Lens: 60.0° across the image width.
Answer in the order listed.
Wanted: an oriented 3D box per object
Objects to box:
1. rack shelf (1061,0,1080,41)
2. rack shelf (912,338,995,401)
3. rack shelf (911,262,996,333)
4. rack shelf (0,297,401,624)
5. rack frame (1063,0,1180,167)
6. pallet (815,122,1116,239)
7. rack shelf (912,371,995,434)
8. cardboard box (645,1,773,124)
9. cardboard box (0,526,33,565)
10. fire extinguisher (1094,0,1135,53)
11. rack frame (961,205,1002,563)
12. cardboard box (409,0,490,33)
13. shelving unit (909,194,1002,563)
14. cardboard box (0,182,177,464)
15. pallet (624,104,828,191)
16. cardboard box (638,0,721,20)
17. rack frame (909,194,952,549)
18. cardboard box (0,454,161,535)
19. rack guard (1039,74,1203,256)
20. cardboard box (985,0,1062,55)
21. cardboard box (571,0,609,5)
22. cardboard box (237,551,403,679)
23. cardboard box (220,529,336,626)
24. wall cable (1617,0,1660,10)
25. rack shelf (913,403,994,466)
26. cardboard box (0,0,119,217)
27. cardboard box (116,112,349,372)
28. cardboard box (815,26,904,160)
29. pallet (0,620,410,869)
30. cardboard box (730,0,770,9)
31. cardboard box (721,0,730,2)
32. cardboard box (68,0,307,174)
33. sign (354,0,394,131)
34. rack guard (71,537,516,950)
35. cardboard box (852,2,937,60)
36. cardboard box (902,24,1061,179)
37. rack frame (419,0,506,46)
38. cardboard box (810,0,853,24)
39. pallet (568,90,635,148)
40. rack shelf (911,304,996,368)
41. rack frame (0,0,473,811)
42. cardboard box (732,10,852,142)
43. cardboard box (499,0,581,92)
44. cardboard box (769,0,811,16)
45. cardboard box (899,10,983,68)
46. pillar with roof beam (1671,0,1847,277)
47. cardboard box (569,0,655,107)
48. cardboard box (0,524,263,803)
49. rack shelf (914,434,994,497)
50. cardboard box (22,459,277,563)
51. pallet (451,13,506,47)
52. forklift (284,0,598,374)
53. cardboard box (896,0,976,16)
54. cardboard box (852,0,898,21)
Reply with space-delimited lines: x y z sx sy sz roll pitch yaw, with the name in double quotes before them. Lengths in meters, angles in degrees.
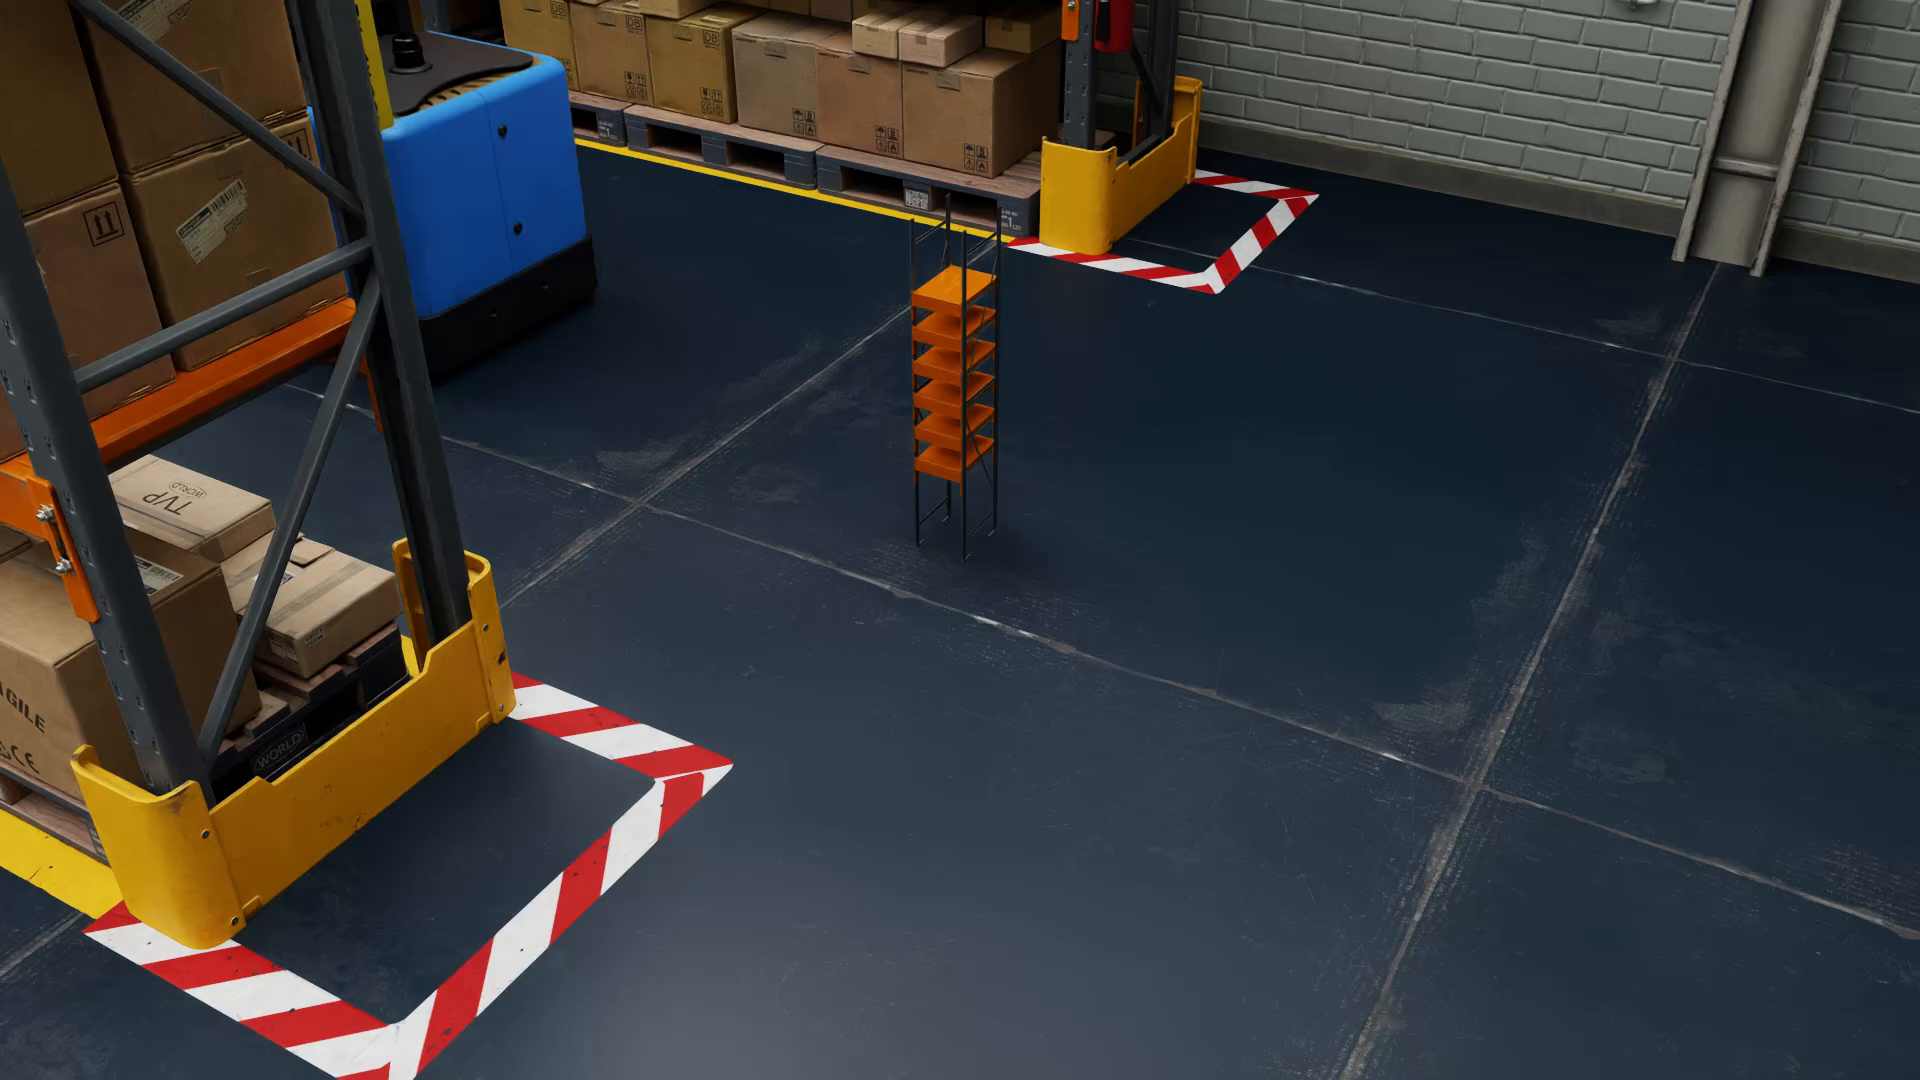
"rack shelf" -0.967 -3.144 8.414 4.000 0.370 1.077 18 37 24
"rack shelf" -0.013 -0.566 5.382 0.180 0.103 0.258 18 37 24
"rack shelf" -0.013 -0.766 5.248 0.180 0.103 0.258 18 37 24
"rack shelf" -3.422 -0.759 4.832 4.000 0.370 1.077 18 37 24
"rack frame" 0.769 -2.893 7.388 0.127 3.000 1.000 18 37 24
"pallet" 0.036 -1.915 8.435 1.213 0.211 1.003 18 37 24
"rack shelf" -0.013 -0.466 5.448 0.180 0.103 0.258 18 37 24
"cardboard box" -1.226 -2.591 8.810 0.500 0.500 0.700 18 38 25
"cardboard box" -3.089 0.146 4.908 0.500 0.250 0.500 18 37 24
"fire extinguisher" 0.671 -2.442 7.117 0.183 0.674 0.296 18 37 24
"rack frame" 0.067 -0.478 5.386 0.006 1.200 0.240 18 37 24
"cardboard box" -3.332 -3.389 9.694 0.750 0.750 0.750 18 38 25
"shelving unit" -0.013 -0.503 5.423 0.189 1.200 0.258 18 37 24
"cardboard box" -2.209 -0.542 3.768 0.500 0.500 0.500 19 38 26
"pallet" -1.019 -2.251 8.940 1.213 0.211 1.003 18 37 24
"cardboard box" -1.445 -2.817 8.565 0.250 0.149 0.380 16 37 23
"rack frame" -0.092 -0.529 5.461 0.006 1.200 0.240 18 37 24
"cardboard box" -2.885 -0.108 5.290 0.500 0.250 0.500 18 37 24
"rack guard" 0.790 -1.846 8.071 0.348 0.500 1.175 18 37 24
"cardboard box" 0.320 -2.504 8.095 0.250 0.149 0.380 18 38 25
"cardboard box" -1.898 -2.961 8.781 0.250 0.149 0.380 19 38 26
"cardboard box" -1.878 0.215 4.897 0.250 0.149 0.380 18 37 24
"cardboard box" -2.095 0.139 4.995 0.250 0.166 0.380 18 37 24
"wall cable" 2.350 -3.419 7.262 1.851 1.984 0.084 18 37 24
"rack shelf" -0.013 -0.367 5.515 0.180 0.103 0.258 18 37 24
"cardboard box" -2.208 -0.956 3.487 0.500 0.500 0.500 17 37 24
"cardboard box" -1.940 -0.799 4.153 0.500 0.500 0.500 18 38 25
"cardboard box" -0.322 -2.309 8.388 0.500 0.500 0.700 17 37 24
"pallet" -2.444 0.413 4.940 1.213 0.211 1.003 18 37 24
"cardboard box" -1.001 -2.921 8.722 0.250 0.149 0.380 17 37 24
"cardboard box" -1.226 -2.992 8.828 0.250 0.149 0.380 18 38 25
"cardboard box" -1.940 -1.215 3.876 0.500 0.500 0.500 19 38 26
"sign" -1.416 -1.130 3.959 0.005 0.325 0.100 18 37 24
"rack guard" -1.751 0.511 4.531 0.348 0.500 1.175 18 37 24
"cardboard box" -0.312 -2.459 8.028 0.250 0.149 0.380 19 38 26
"cardboard box" 0.112 -2.172 8.182 0.500 0.500 0.700 18 37 24
"rack frame" -2.703 -3.993 9.040 0.127 3.000 1.000 18 37 24
"cardboard box" -0.559 -2.781 8.512 0.250 0.149 0.380 18 38 25
"pallet" -2.082 -2.586 9.443 1.213 0.211 1.003 18 37 24
"rack shelf" -0.013 -0.666 5.315 0.180 0.103 0.258 18 37 24
"rack frame" -1.685 -0.508 3.807 0.127 3.000 1.000 18 37 24
"cardboard box" -0.759 -2.447 8.595 0.500 0.500 0.700 16 37 23
"cardboard box" -2.105 -2.873 9.234 0.500 0.500 0.700 18 38 25
"cardboard box" -0.782 -2.852 8.617 0.250 0.149 0.380 18 38 25
"cardboard box" -0.090 -2.390 7.923 0.250 0.149 0.380 17 37 24
"pillar with roof beam" 1.407 -2.992 2.125 0.400 9.000 9.100 18 37 24
"cardboard box" -1.671 -2.733 9.024 0.500 0.500 0.700 17 37 24
"cardboard box" -2.280 0.318 4.425 0.500 0.500 0.500 18 37 24
"rack shelf" -0.013 -0.267 5.581 0.180 0.103 0.258 18 37 24
"cardboard box" -2.451 0.029 5.083 0.500 0.250 0.500 18 37 24
"pallet" -3.411 -3.009 10.077 1.213 0.211 1.003 18 37 24
"forklift" -3.120 -2.473 6.820 3.031 2.935 1.130 18 38 25
"cardboard box" -0.120 -2.643 8.303 0.250 0.149 0.380 18 38 25
"cardboard box" -0.337 -2.712 8.407 0.250 0.149 0.380 18 38 25
